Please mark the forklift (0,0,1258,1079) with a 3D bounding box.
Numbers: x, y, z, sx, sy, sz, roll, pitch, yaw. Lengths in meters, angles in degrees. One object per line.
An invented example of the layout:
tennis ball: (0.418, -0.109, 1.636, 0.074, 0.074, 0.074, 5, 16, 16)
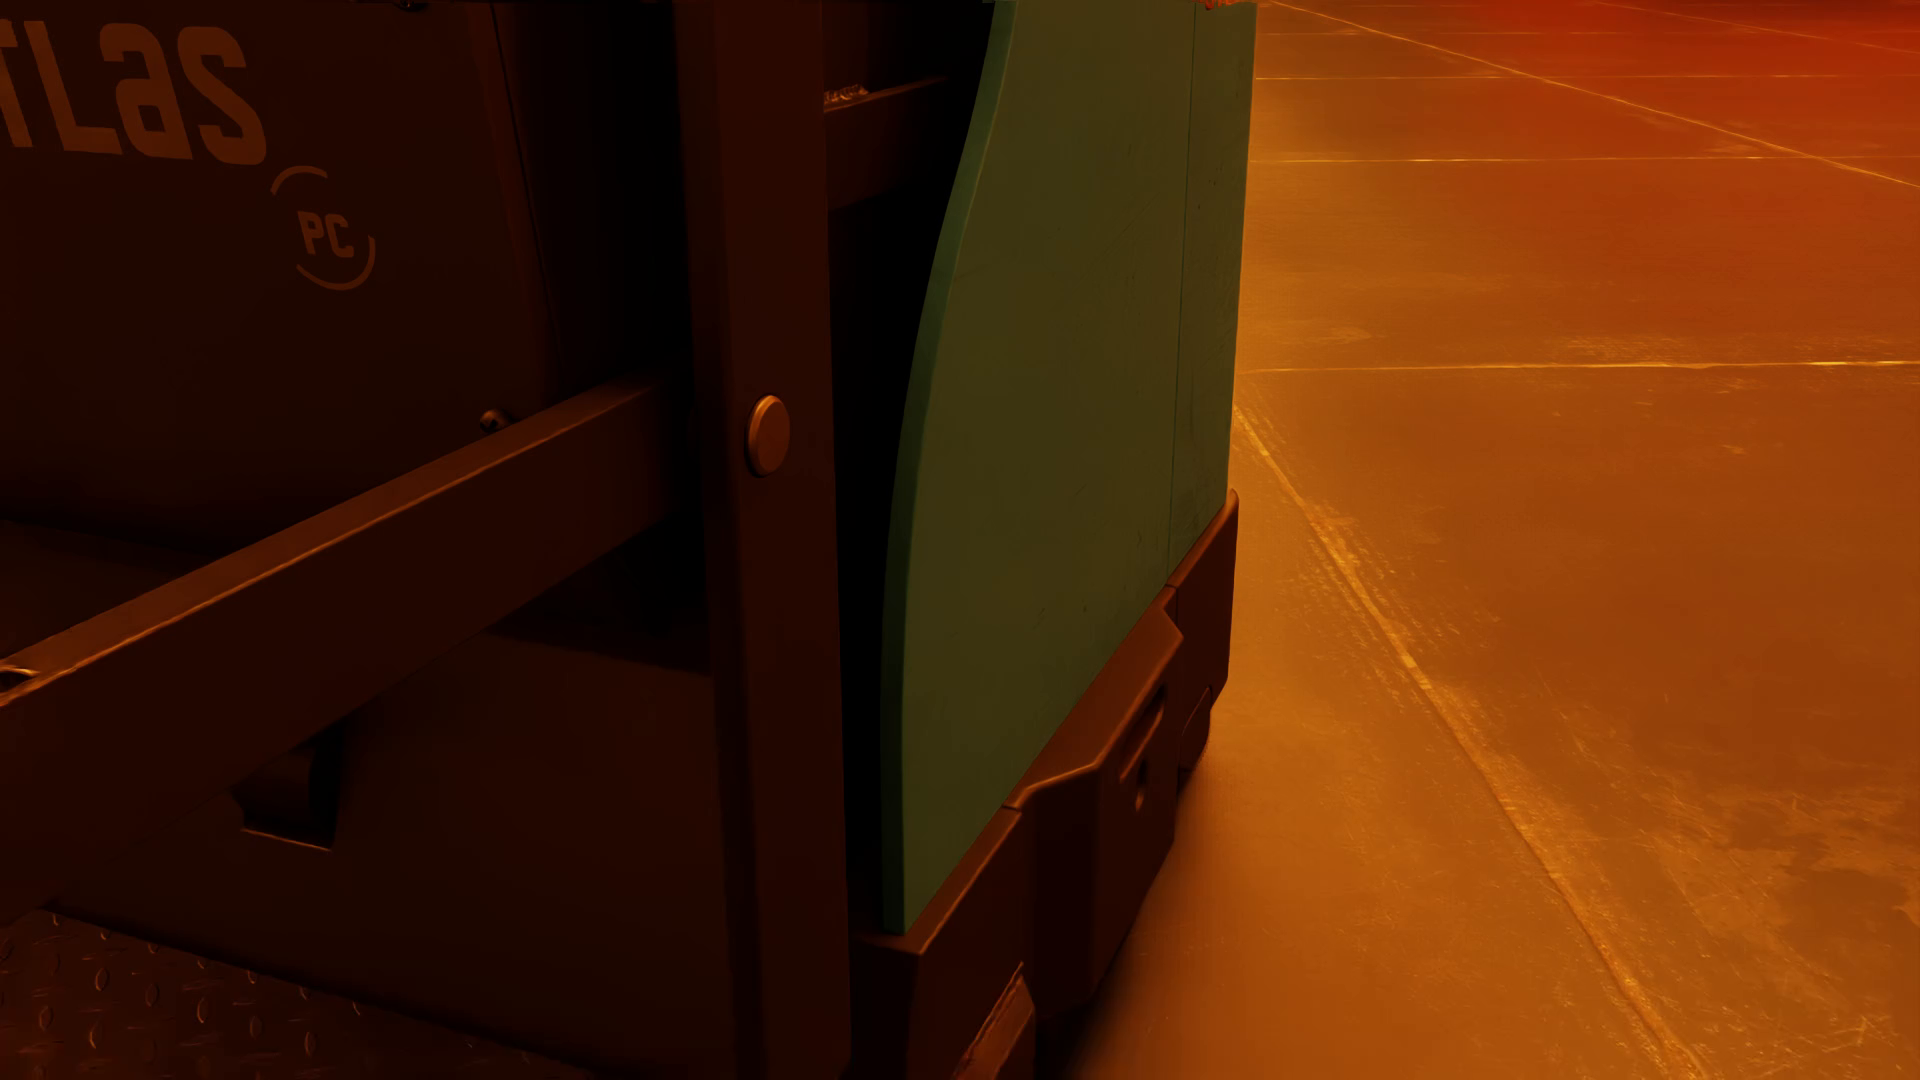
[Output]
forklift: (-0.683, -0.711, 0.537, 1.130, 2.935, 3.031, 8, 23, 20)
